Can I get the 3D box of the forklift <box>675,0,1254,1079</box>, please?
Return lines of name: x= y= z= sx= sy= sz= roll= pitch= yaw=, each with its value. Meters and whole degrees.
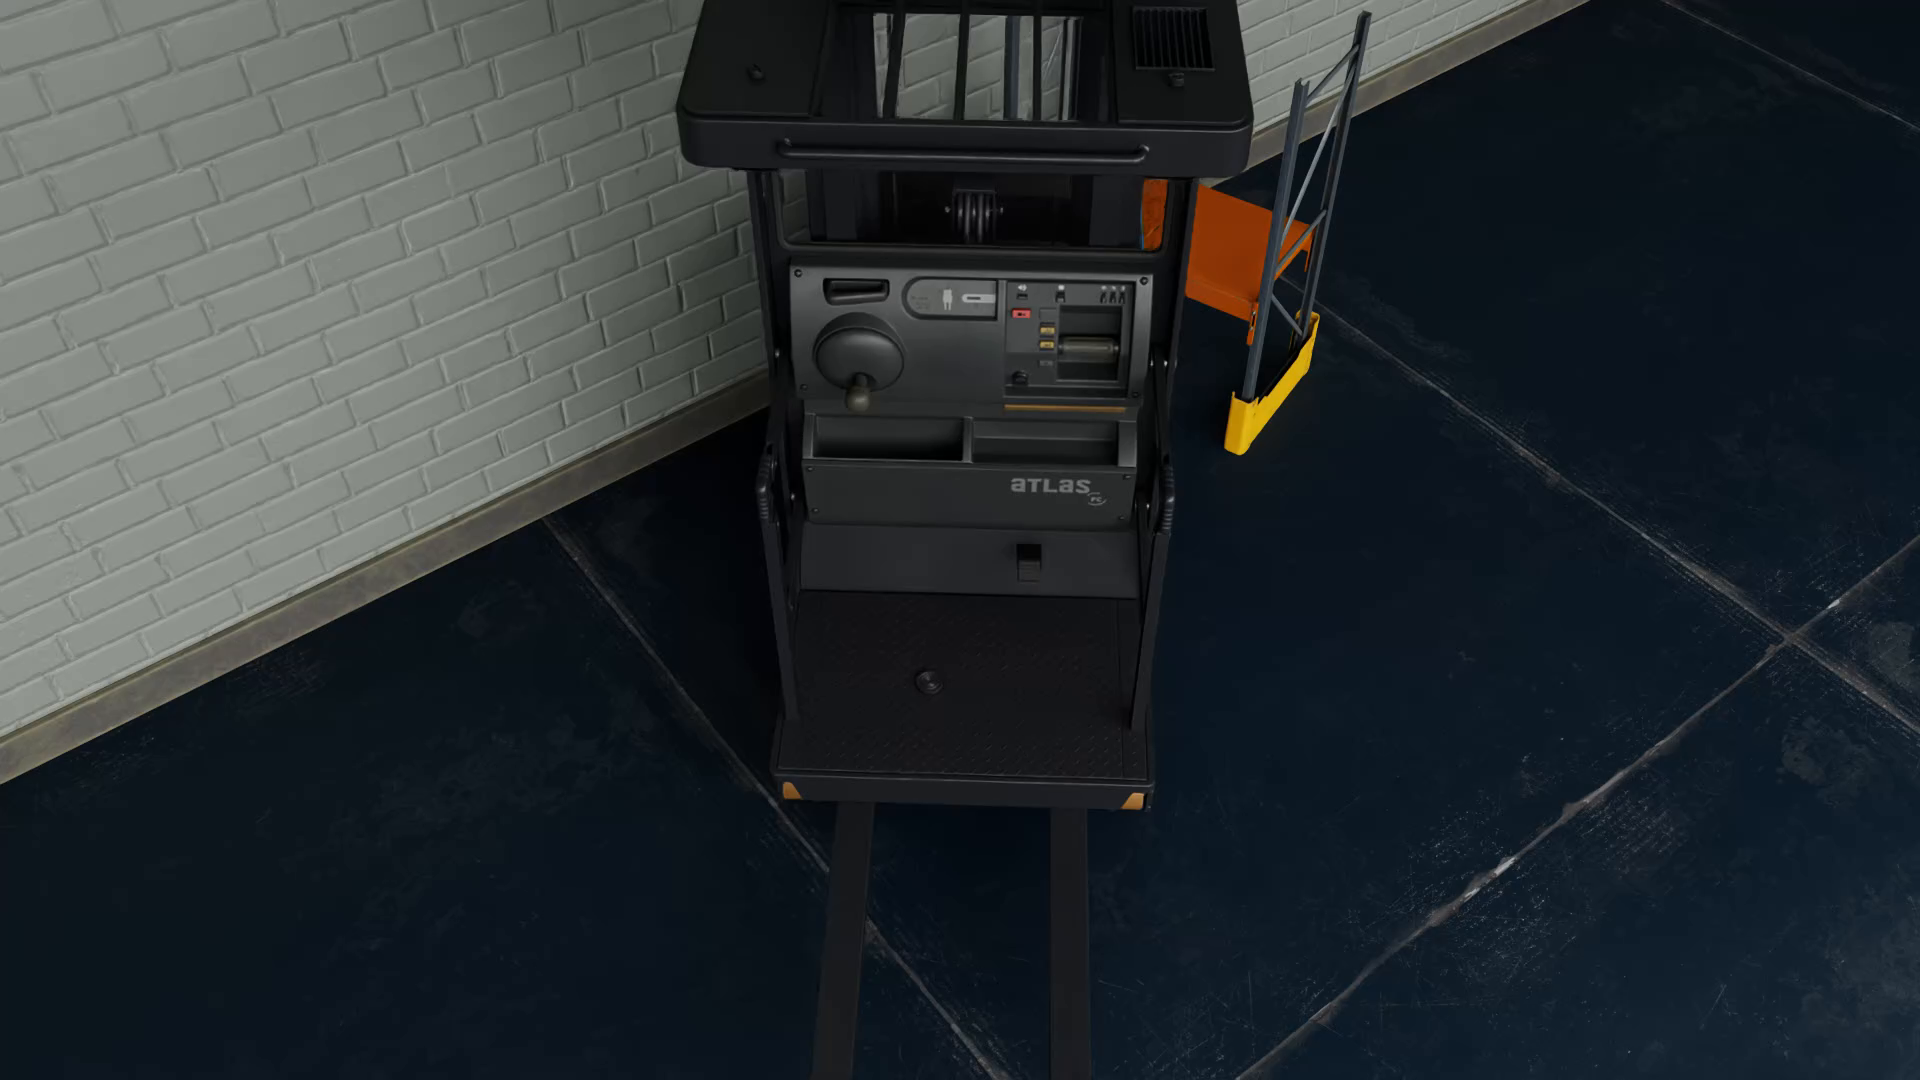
forklift: x=0.021 y=-0.423 z=4.155 sx=1.130 sy=2.935 sz=3.031 roll=2 pitch=48 yaw=1

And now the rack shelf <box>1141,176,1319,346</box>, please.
rack shelf: x=0.722 y=-1.090 z=5.969 sx=1.000 sy=0.185 sz=0.538 roll=26 pitch=53 yaw=22

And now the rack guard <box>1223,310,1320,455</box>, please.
rack guard: x=1.146 y=-0.585 z=6.112 sx=0.087 sy=0.250 sz=0.587 roll=26 pitch=53 yaw=22

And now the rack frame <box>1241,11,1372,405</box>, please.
rack frame: x=1.147 y=-1.004 z=5.648 sx=0.032 sy=1.500 sz=0.500 roll=26 pitch=53 yaw=22

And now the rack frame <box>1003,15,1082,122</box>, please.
rack frame: x=0.297 y=-1.418 z=6.023 sx=0.032 sy=1.500 sz=0.500 roll=26 pitch=53 yaw=22

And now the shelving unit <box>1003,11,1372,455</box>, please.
shelving unit: x=0.730 y=-1.207 z=5.832 sx=1.083 sy=1.500 sz=0.587 roll=26 pitch=53 yaw=22
